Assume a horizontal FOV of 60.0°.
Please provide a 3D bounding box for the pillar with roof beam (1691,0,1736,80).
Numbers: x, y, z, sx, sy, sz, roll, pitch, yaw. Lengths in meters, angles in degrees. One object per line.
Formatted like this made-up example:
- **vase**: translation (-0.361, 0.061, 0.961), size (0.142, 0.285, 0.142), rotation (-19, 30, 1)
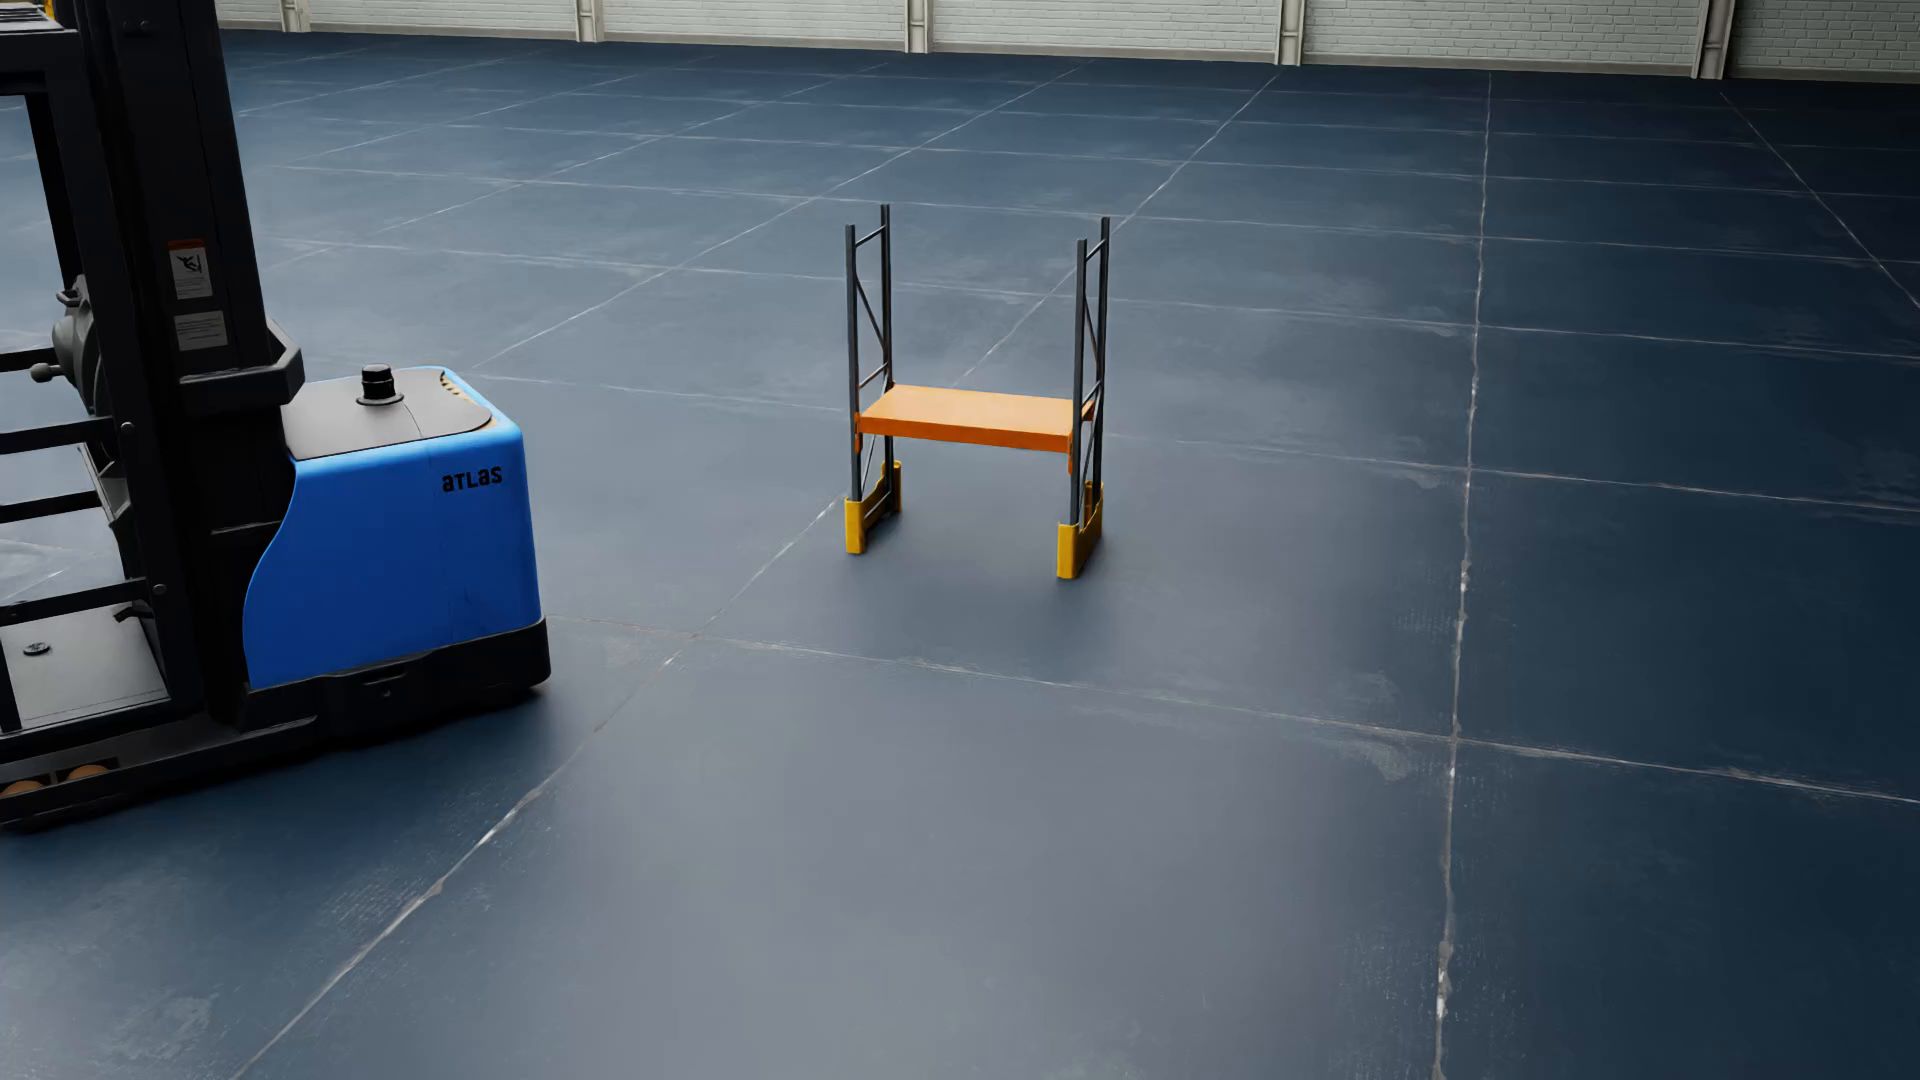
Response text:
- **pillar with roof beam**: translation (9.574, -9.297, 18.577), size (0.400, 9.000, 9.100), rotation (7, 23, 16)

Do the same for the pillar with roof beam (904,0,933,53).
- **pillar with roof beam**: translation (-1.914, -10.612, 21.784), size (0.400, 9.000, 9.100), rotation (7, 23, 16)

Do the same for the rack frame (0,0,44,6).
- **rack frame**: translation (-17.497, -10.970, 30.561), size (0.127, 3.000, 1.000), rotation (7, 23, 16)

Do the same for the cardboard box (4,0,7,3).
- **cardboard box**: translation (-18.054, -10.063, 30.762), size (0.500, 0.250, 0.500), rotation (6, 23, 15)

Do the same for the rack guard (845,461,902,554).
- **rack guard**: translation (-0.404, -0.162, 7.835), size (0.087, 0.250, 0.587), rotation (7, 23, 16)

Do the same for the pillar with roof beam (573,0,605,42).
- **pillar with roof beam**: translation (-7.659, -11.270, 23.387), size (0.400, 9.000, 9.100), rotation (7, 23, 16)

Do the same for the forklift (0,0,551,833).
- **forklift**: translation (-3.080, -0.627, 5.436), size (3.031, 2.935, 1.130), rotation (-13, 26, -29)

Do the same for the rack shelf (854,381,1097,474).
- **rack shelf**: translation (0.082, -0.518, 7.531), size (1.000, 0.185, 0.538), rotation (7, 23, 16)

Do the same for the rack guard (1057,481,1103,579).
- **rack guard**: translation (0.550, -0.053, 7.569), size (0.087, 0.250, 0.587), rotation (7, 23, 16)

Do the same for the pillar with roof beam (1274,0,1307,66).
- **pillar with roof beam**: translation (3.830, -9.954, 20.180), size (0.400, 9.000, 9.100), rotation (7, 23, 16)

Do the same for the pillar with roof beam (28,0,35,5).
- **pillar with roof beam**: translation (-19.147, -12.585, 26.594), size (0.400, 9.000, 9.100), rotation (7, 23, 16)

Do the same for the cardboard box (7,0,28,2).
- **cardboard box**: translation (-17.888, -10.251, 31.218), size (0.500, 0.250, 0.500), rotation (7, 23, 16)

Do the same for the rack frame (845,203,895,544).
- **rack frame**: translation (-0.405, -0.740, 7.598), size (0.032, 1.500, 0.500), rotation (7, 23, 16)

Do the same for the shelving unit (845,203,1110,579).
- **shelving unit**: translation (0.073, -0.686, 7.465), size (1.083, 1.500, 0.587), rotation (7, 23, 16)

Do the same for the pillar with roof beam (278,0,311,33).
- **pillar with roof beam**: translation (-13.403, -11.928, 24.991), size (0.400, 9.000, 9.100), rotation (7, 23, 16)

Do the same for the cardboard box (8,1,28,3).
- **cardboard box**: translation (-17.911, -10.017, 31.308), size (0.500, 0.250, 0.500), rotation (7, 23, 16)

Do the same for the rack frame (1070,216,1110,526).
- **rack frame**: translation (0.568, -0.629, 7.327), size (0.032, 1.500, 0.500), rotation (7, 23, 16)

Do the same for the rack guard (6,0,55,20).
- **rack guard**: translation (-17.474, -9.811, 31.029), size (0.348, 0.500, 1.175), rotation (7, 23, 16)
